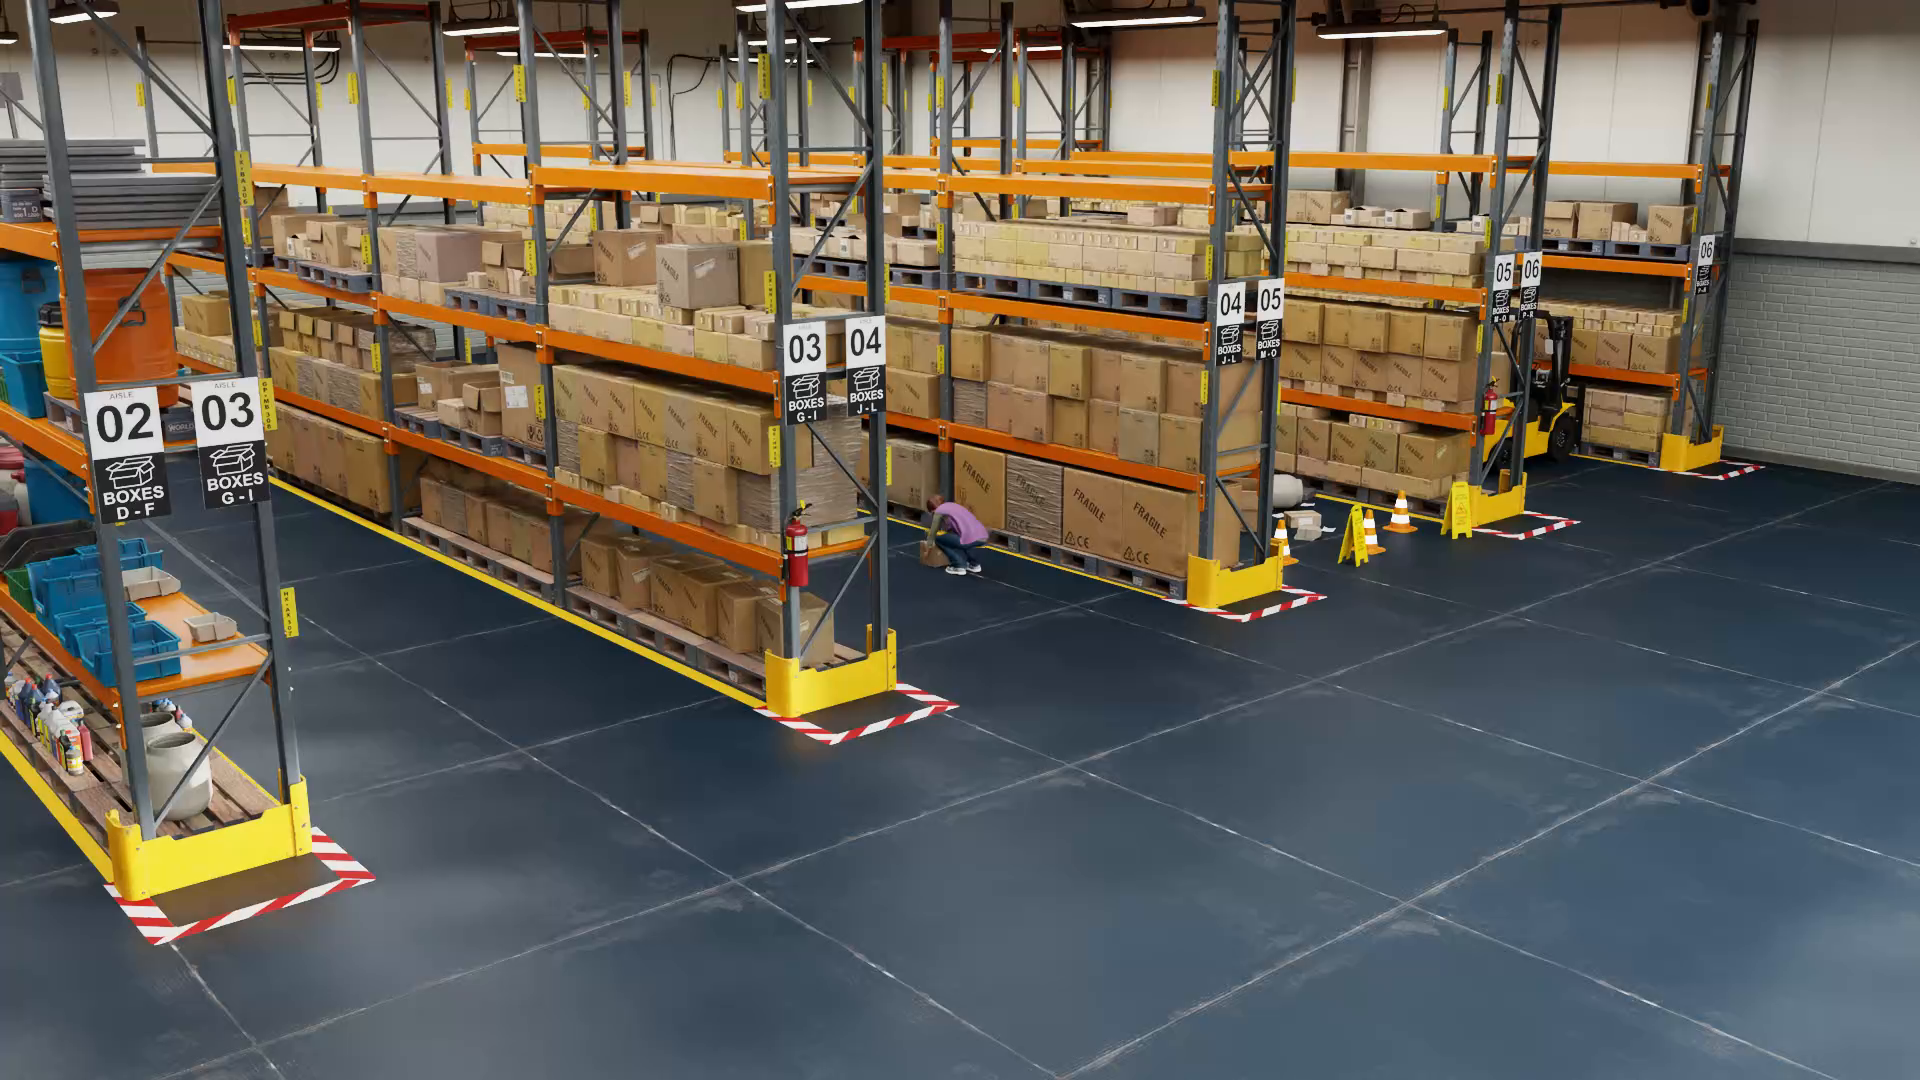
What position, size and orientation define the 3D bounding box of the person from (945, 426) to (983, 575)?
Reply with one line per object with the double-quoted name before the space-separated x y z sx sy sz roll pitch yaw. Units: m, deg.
"person" 0.051 -0.423 17.672 0.453 1.597 0.342 -13 19 -41
